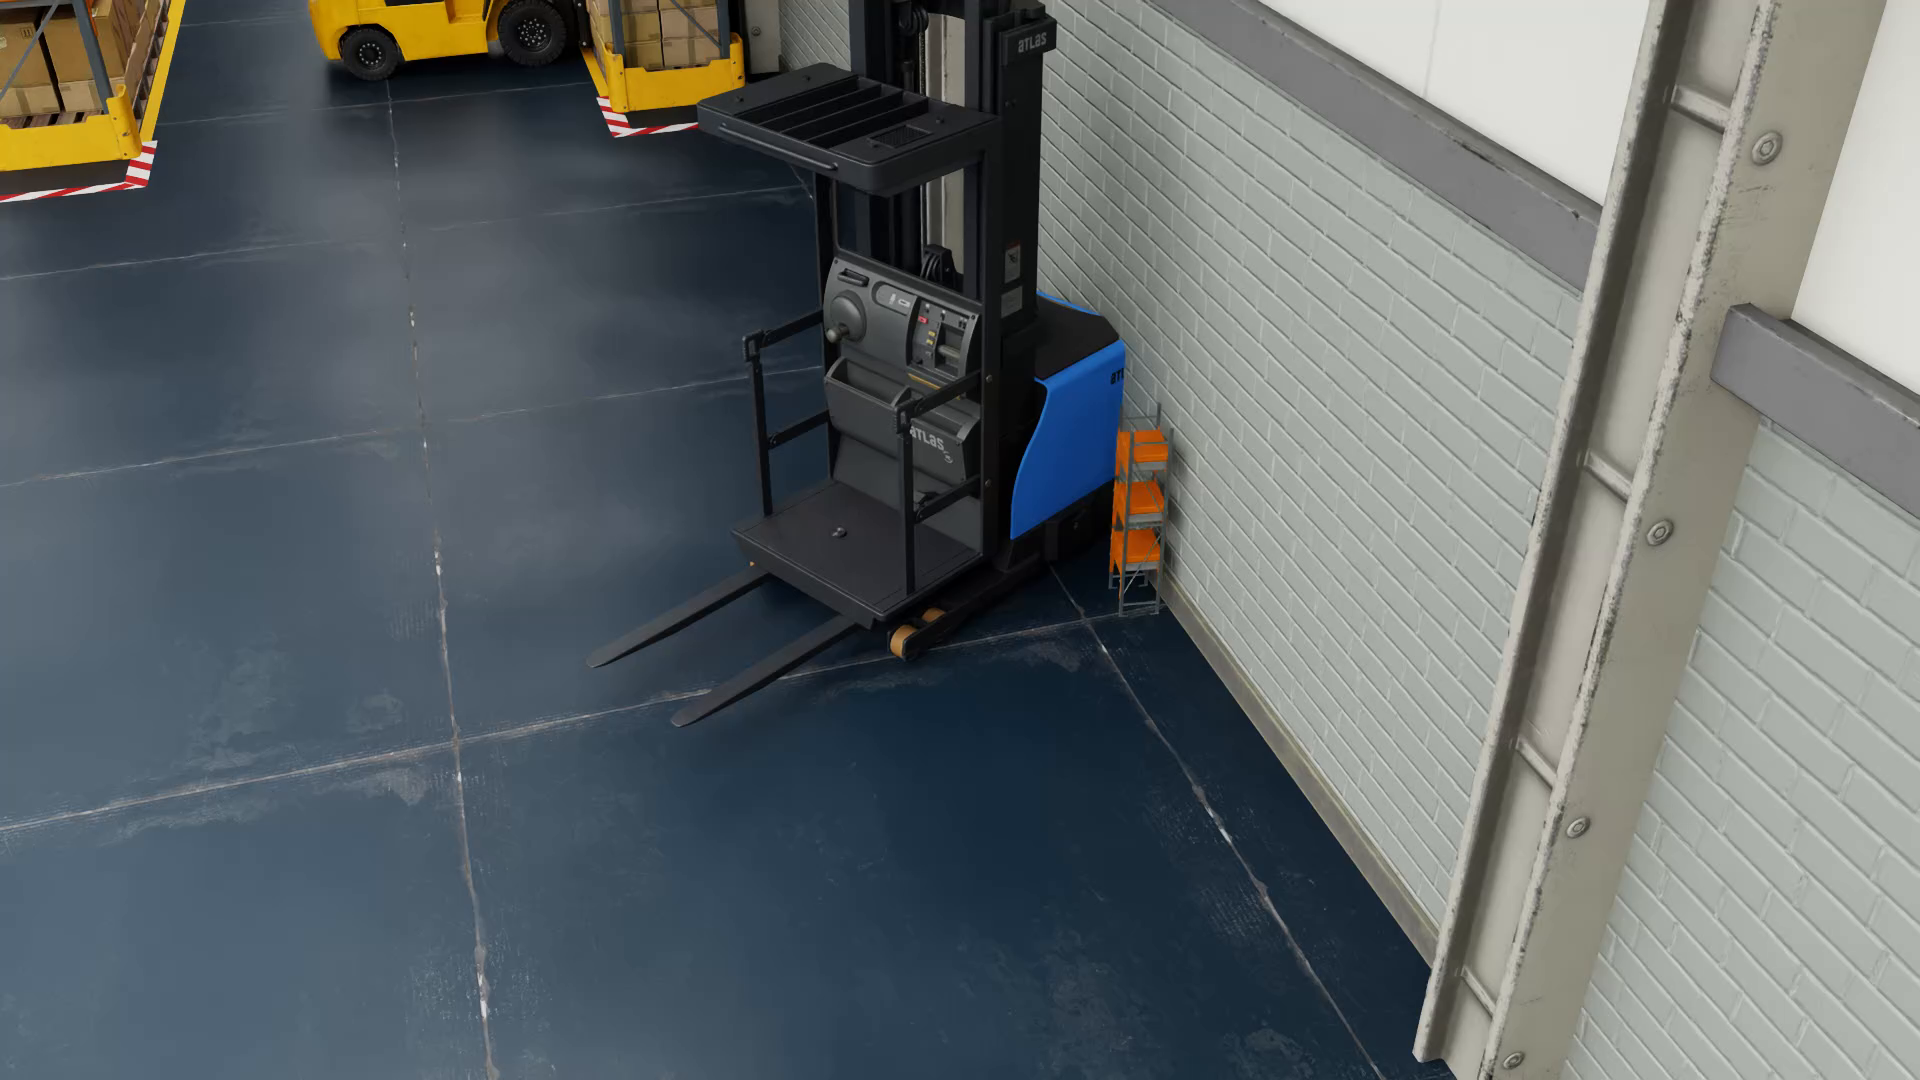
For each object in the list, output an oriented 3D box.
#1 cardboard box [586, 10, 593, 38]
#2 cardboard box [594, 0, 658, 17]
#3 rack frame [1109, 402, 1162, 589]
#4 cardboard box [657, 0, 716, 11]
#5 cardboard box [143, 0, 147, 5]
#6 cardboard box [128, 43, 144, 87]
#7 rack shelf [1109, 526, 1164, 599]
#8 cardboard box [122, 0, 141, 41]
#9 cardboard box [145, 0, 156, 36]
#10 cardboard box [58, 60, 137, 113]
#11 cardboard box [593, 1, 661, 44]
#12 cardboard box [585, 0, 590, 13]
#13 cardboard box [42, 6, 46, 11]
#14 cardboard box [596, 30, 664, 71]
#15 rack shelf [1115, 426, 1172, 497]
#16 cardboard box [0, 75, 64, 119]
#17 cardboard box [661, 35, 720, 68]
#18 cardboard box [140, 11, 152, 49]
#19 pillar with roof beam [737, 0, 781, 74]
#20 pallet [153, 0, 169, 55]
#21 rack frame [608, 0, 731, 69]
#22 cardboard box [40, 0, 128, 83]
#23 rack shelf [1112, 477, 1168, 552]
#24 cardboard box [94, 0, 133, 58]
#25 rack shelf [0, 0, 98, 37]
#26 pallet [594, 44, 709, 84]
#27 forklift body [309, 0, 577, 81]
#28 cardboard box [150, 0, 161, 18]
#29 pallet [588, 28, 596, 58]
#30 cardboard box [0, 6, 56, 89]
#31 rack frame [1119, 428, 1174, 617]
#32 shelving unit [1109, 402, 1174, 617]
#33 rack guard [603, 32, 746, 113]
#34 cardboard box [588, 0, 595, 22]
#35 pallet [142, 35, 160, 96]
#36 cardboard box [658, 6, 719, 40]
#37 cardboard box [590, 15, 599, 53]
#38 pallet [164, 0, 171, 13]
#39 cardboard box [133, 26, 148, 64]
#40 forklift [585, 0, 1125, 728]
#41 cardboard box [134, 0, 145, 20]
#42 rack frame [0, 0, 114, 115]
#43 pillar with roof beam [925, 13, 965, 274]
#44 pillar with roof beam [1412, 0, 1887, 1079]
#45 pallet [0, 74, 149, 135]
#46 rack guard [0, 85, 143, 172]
[{"bbox_3d":[-3.209,-4.870,15.513,0.500,0.250,0.500,-10,35,-14],"label":"cardboard box"},{"bbox_3d":[-2.915,-4.756,14.433,0.500,0.250,0.500,-9,34,-13],"label":"cardboard box"},{"bbox_3d":[0.848,-0.200,8.101,0.200,1.050,0.008,-4,34,-6],"label":"rack frame"},{"bbox_3d":[-2.444,-4.851,14.577,0.500,0.250,0.500,-11,35,-15],"label":"cardboard box"},{"bbox_3d":[-7.831,-5.194,15.322,0.500,0.500,0.500,-9,35,-14],"label":"cardboard box"},{"bbox_3d":[-7.335,-4.052,14.275,0.500,0.250,0.500,-9,34,-13],"label":"cardboard box"},{"bbox_3d":[0.864,0.107,8.159,0.215,0.259,0.240,-4,34,-6],"label":"rack shelf"},{"bbox_3d":[-7.503,-4.647,14.495,0.500,0.500,0.500,-9,35,-14],"label":"cardboard box"},{"bbox_3d":[-7.816,-4.870,15.513,0.500,0.250,0.500,-11,35,-16],"label":"cardboard box"},{"bbox_3d":[-7.186,-3.783,13.868,0.500,0.250,0.500,-10,35,-15],"label":"cardboard box"},{"bbox_3d":[-2.924,-4.561,14.592,0.500,0.250,0.500,-10,35,-15],"label":"cardboard box"},{"bbox_3d":[-3.244,-5.094,15.398,0.500,0.250,0.500,-11,35,-16],"label":"cardboard box"},{"bbox_3d":[-7.859,-4.276,13.934,0.500,0.500,0.500,-9,34,-13],"label":"cardboard box"},{"bbox_3d":[-2.922,-4.343,14.715,0.500,0.250,0.500,-10,35,-14],"label":"cardboard box"},{"bbox_3d":[0.864,-0.361,7.849,0.215,0.259,0.240,-4,34,-6],"label":"rack shelf"},{"bbox_3d":[-7.714,-3.705,13.749,0.500,0.250,0.500,-10,35,-15],"label":"cardboard box"},{"bbox_3d":[-2.441,-4.441,14.863,0.500,0.250,0.500,-10,35,-15],"label":"cardboard box"},{"bbox_3d":[-7.665,-4.602,15.107,0.500,0.250,0.500,-9,35,-14],"label":"cardboard box"},{"bbox_3d":[-5.932,-7.418,11.813,9.100,9.000,0.400,-10,35,-15],"label":"pillar with roof beam"},{"bbox_3d":[-8.185,-4.875,15.936,1.003,0.211,1.213,-10,35,-15],"label":"pallet"},{"bbox_3d":[-2.478,-5.122,13.780,1.000,3.000,0.127,-10,35,-15],"label":"rack frame"},{"bbox_3d":[-7.194,-4.108,13.680,0.500,0.500,0.500,-11,35,-16],"label":"cardboard box"},{"bbox_3d":[0.864,-0.125,8.006,0.215,0.259,0.240,-4,34,-6],"label":"rack shelf"},{"bbox_3d":[-7.358,-4.382,14.094,0.500,0.500,0.500,-11,35,-17],"label":"cardboard box"},{"bbox_3d":[-7.814,-5.035,14.302,1.077,0.370,4.000,-10,35,-15],"label":"rack shelf"},{"bbox_3d":[-2.751,-4.353,15.146,1.003,0.211,1.213,-10,35,-15],"label":"pallet"},{"bbox_3d":[-4.794,-5.457,15.057,2.313,2.155,1.214,-10,35,-15],"label":"forklift body"},{"bbox_3d":[-7.988,-5.148,15.933,0.500,0.250,0.500,-8,34,-13],"label":"cardboard box"},{"bbox_3d":[-3.119,-4.992,16.114,1.003,0.211,1.213,-10,35,-15],"label":"pallet"},{"bbox_3d":[-7.696,-4.003,13.520,0.500,0.500,0.500,-10,35,-14],"label":"cardboard box"},{"bbox_3d":[0.880,-0.067,7.899,0.200,1.050,0.008,-4,34,-6],"label":"rack frame"},{"bbox_3d":[0.864,-0.134,8.000,0.215,1.050,0.252,-4,34,-6],"label":"shelving unit"},{"bbox_3d":[-2.470,-4.066,14.450,1.175,0.500,0.348,-10,35,-15],"label":"rack guard"},{"bbox_3d":[-3.067,-4.827,14.993,0.500,0.250,0.500,-10,35,-15],"label":"cardboard box"},{"bbox_3d":[-7.810,-4.234,14.965,1.003,0.211,1.213,-10,35,-15],"label":"pallet"},{"bbox_3d":[-2.423,-4.640,14.711,0.500,0.250,0.500,-9,35,-14],"label":"cardboard box"},{"bbox_3d":[-3.065,-4.606,15.113,0.500,0.250,0.500,-10,35,-15],"label":"cardboard box"},{"bbox_3d":[-8.663,-5.630,17.079,1.003,0.211,1.213,-10,35,-15],"label":"pallet"},{"bbox_3d":[-7.513,-4.337,14.705,0.500,0.250,0.500,-8,34,-12],"label":"cardboard box"},{"bbox_3d":[-0.423,-0.971,7.561,1.130,2.935,3.031,27,42,35],"label":"forklift"},{"bbox_3d":[-7.674,-4.926,14.917,0.500,0.500,0.500,-8,34,-12],"label":"cardboard box"},{"bbox_3d":[-7.204,-4.285,12.514,1.000,3.000,0.127,-10,35,-15],"label":"rack frame"},{"bbox_3d":[-4.101,-4.268,7.046,9.100,9.000,0.400,-10,35,-15],"label":"pillar with roof beam"},{"bbox_3d":[-2.271,-1.118,2.279,9.100,9.000,0.400,-10,35,-15],"label":"pillar with roof beam"},{"bbox_3d":[-7.441,-3.594,13.998,1.003,0.211,1.213,-10,35,-15],"label":"pallet"},{"bbox_3d":[-7.227,-3.282,13.264,1.175,0.500,0.348,-10,35,-15],"label":"rack guard"}]
